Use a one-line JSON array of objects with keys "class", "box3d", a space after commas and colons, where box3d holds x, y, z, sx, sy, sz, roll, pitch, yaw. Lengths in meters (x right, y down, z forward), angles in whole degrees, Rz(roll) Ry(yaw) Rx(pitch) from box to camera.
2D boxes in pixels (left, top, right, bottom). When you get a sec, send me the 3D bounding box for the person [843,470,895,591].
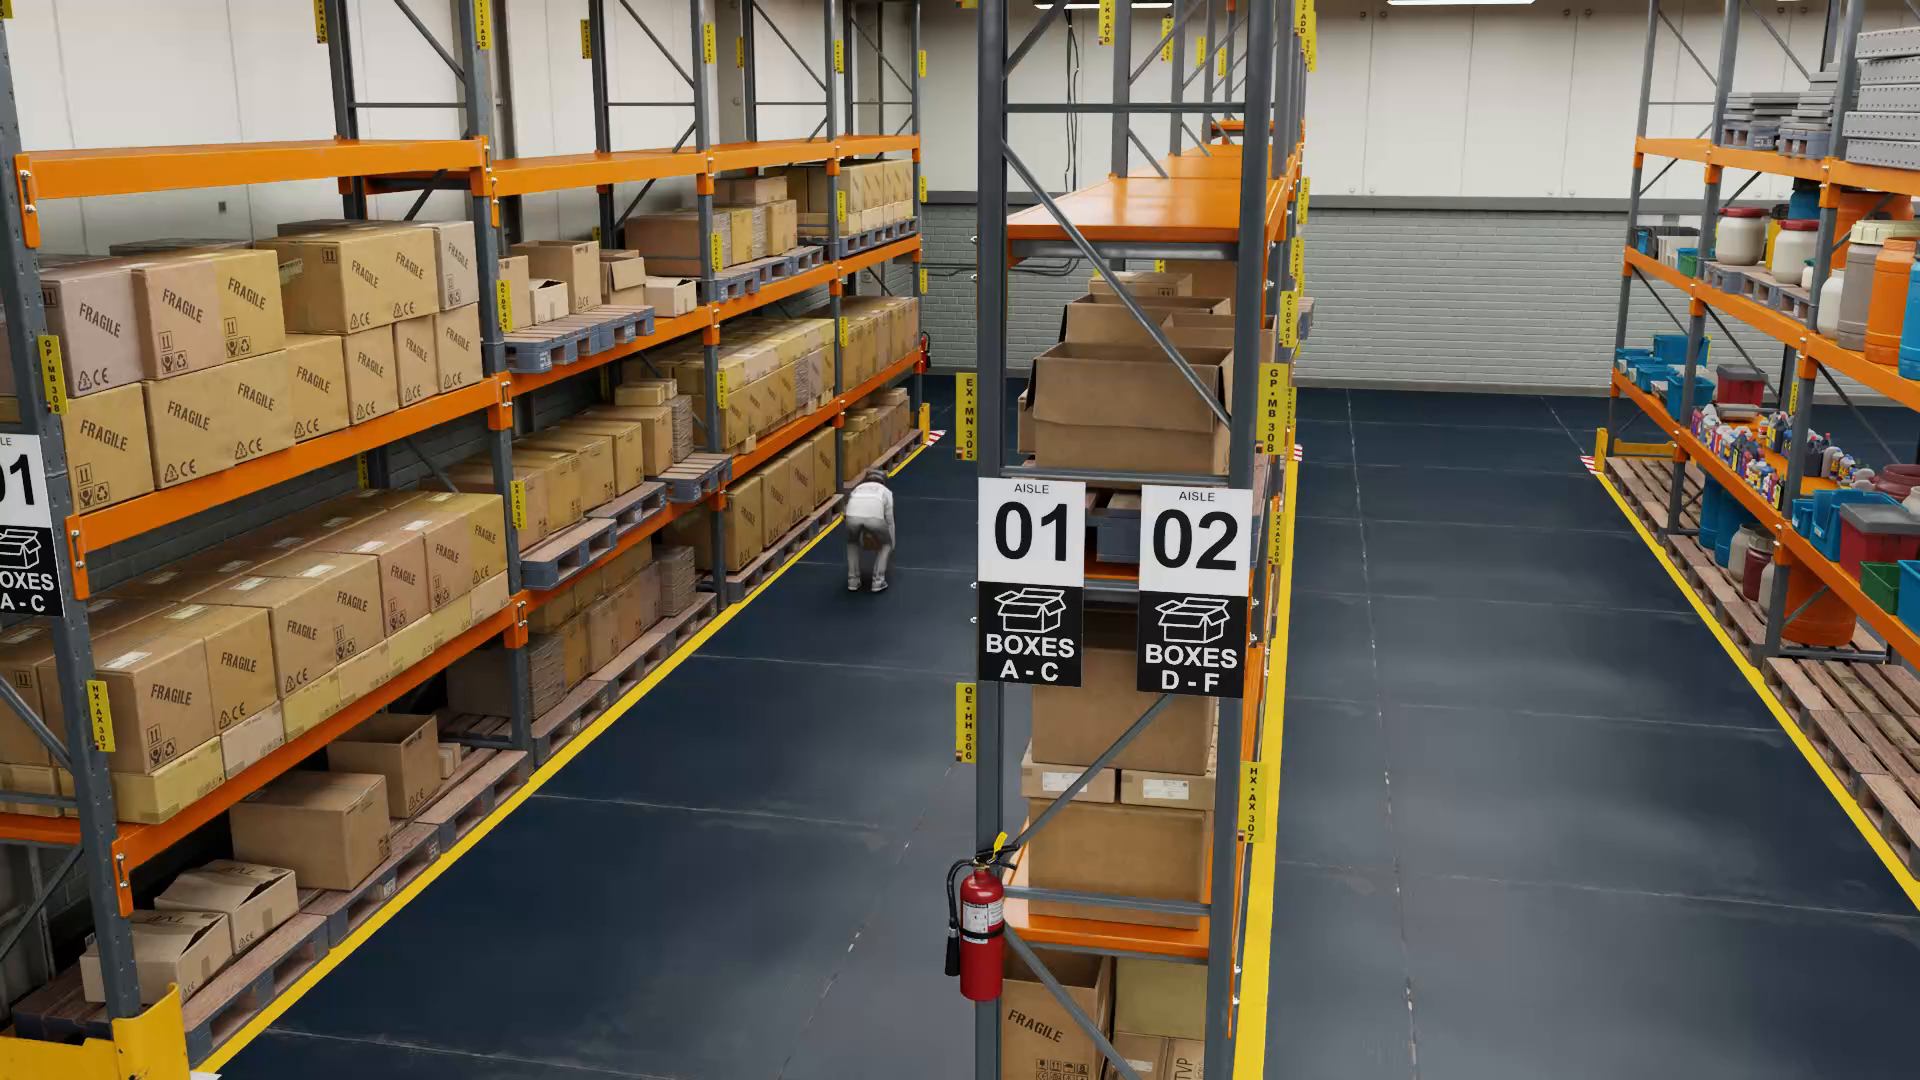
[{"class": "person", "box3d": [-0.864, -0.093, 16.044, 0.455, 1.065, 0.921, 2, 15, 8]}]
